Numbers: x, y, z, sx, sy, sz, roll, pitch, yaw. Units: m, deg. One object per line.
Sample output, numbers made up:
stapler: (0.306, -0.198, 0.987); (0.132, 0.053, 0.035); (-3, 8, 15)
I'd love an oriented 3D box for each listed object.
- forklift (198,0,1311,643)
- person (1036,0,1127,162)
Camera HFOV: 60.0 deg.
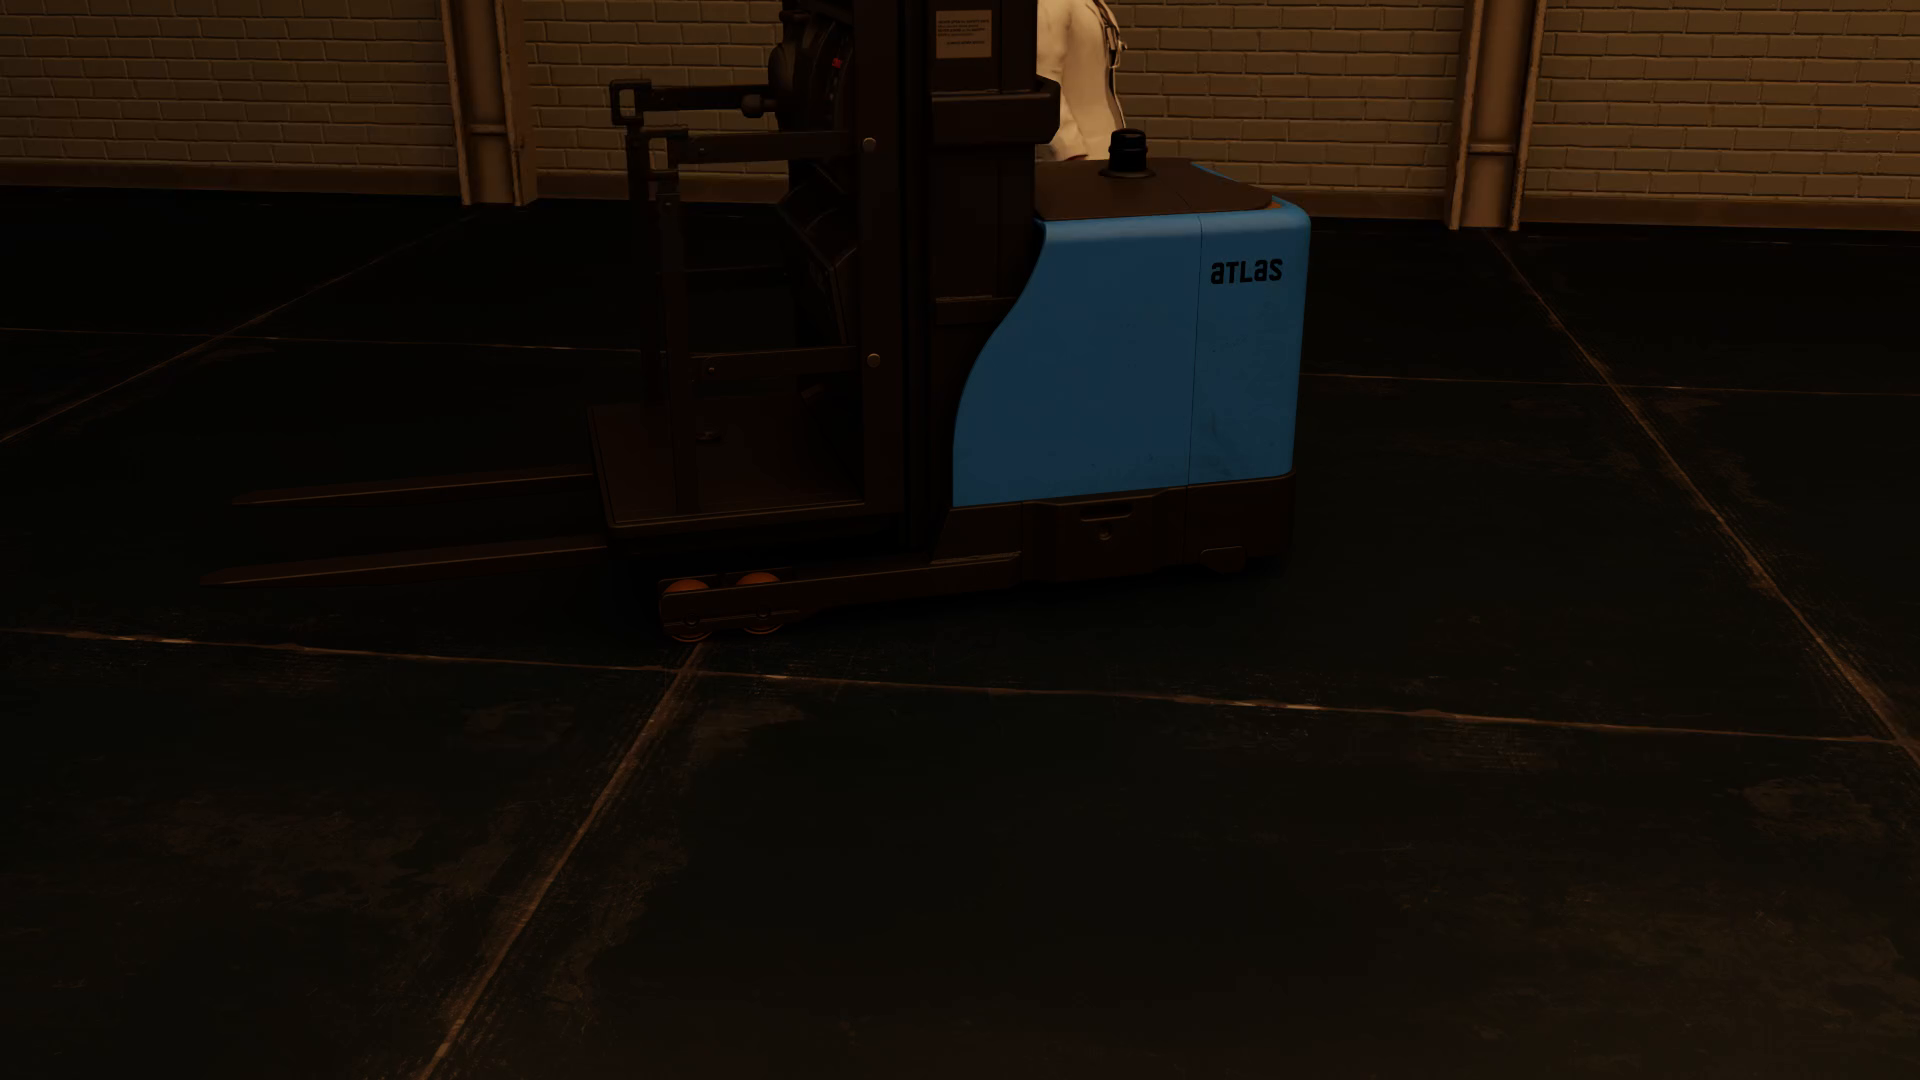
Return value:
forklift: (-0.588, -1.301, 4.485); (3.031, 2.935, 1.130); (-6, 23, -14)
person: (0.571, -1.423, 6.312); (0.580, 1.776, 0.695); (8, 23, 18)
